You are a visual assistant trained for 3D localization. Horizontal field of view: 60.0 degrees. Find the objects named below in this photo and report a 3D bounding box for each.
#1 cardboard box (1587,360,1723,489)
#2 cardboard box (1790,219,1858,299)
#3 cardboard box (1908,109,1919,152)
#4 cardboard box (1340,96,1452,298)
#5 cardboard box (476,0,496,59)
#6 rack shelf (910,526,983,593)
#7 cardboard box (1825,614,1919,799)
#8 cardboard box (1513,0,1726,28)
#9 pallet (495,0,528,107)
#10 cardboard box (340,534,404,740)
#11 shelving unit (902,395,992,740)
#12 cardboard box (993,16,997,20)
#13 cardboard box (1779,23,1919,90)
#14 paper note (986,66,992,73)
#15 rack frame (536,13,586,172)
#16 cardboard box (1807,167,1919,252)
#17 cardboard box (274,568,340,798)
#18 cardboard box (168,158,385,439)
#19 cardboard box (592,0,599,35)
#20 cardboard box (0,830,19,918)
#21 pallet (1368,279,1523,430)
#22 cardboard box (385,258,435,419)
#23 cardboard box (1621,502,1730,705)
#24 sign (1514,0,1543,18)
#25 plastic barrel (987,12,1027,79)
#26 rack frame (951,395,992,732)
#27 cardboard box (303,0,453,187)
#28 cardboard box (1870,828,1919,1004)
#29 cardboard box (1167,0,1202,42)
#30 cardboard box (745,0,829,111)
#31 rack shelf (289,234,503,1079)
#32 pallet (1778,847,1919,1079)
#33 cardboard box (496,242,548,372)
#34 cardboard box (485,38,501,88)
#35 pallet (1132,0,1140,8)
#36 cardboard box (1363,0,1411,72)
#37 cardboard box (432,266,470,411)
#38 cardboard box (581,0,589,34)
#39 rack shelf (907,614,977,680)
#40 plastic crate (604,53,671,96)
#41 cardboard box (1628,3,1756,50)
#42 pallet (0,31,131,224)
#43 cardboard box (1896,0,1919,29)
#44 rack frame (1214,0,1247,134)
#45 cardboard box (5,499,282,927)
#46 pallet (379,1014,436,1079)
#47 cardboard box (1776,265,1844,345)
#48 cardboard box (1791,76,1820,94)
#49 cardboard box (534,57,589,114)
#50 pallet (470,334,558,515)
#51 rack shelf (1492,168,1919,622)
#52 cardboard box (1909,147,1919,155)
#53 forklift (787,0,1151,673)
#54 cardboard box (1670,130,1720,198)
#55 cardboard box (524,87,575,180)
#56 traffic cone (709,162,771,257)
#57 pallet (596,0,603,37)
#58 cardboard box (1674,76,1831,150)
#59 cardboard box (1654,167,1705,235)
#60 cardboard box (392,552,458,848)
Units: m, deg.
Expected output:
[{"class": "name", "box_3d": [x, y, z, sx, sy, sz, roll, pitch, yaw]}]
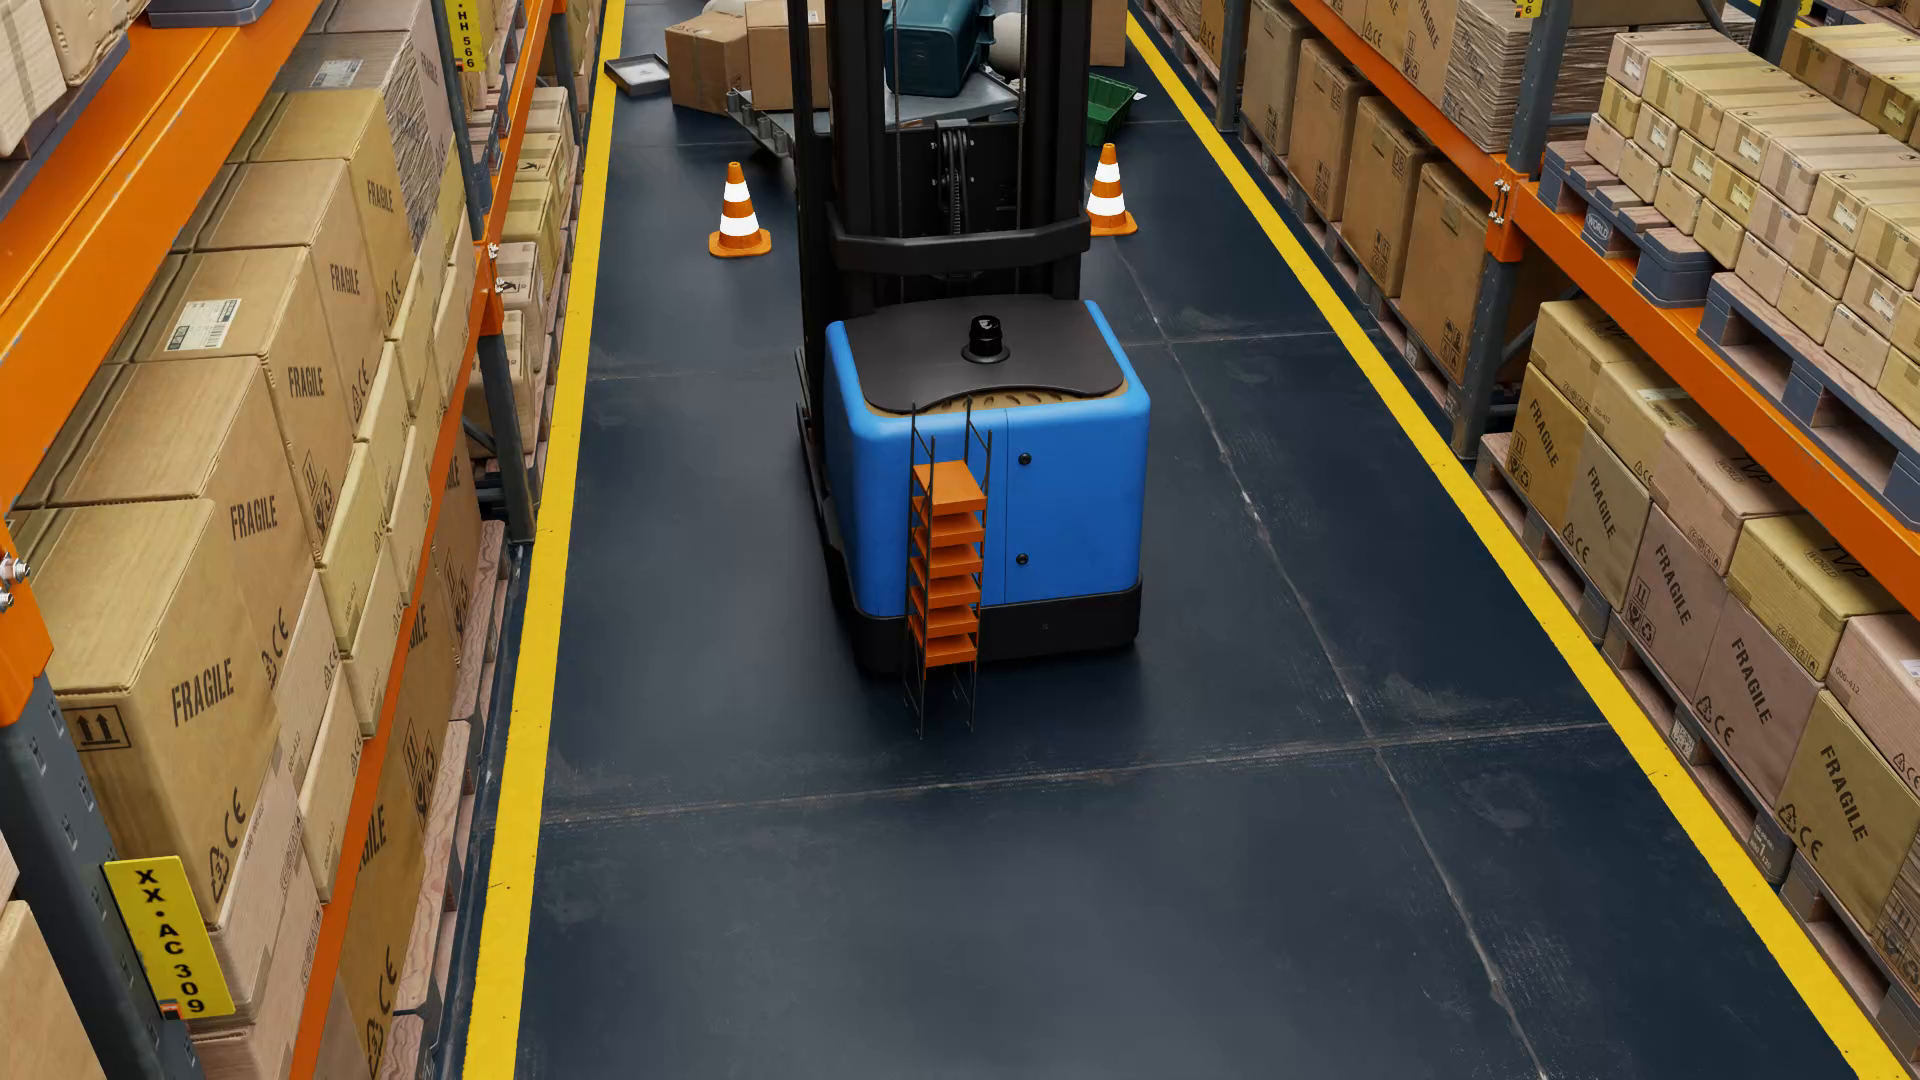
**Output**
[{"class": "cardboard box", "box_3d": [2.588, -0.416, 5.878, 0.500, 0.250, 0.500, -5, 35, -7]}, {"class": "cardboard box", "box_3d": [2.708, -0.841, 4.906, 0.380, 0.149, 0.250, -5, 35, -7]}, {"class": "cardboard box", "box_3d": [3.294, -1.293, 5.306, 0.380, 0.149, 0.250, -3, 34, -5]}, {"class": "cardboard box", "box_3d": [2.554, -1.730, 8.249, 1.050, 0.750, 0.750, -4, 34, -6]}, {"class": "cardboard box", "box_3d": [-2.132, -2.117, 6.467, 0.500, 0.500, 0.500, -3, 34, -4]}, {"class": "rack shelf", "box_3d": [-0.050, 0.051, 5.469, 0.180, 0.103, 0.258, -7, 35, -16]}, {"class": "cardboard box", "box_3d": [2.799, 0.446, 4.613, 0.500, 0.250, 0.500, -3, 34, -4]}, {"class": "cardboard box", "box_3d": [2.617, -2.357, 6.569, 0.700, 0.500, 0.500, -5, 35, -7]}, {"class": "pallet", "box_3d": [-2.531, -2.243, 7.547, 1.003, 0.211, 1.213, -4, 35, -6]}, {"class": "cardboard box", "box_3d": [-1.608, 0.233, 3.878, 0.500, 0.250, 0.500, -5, 35, -7]}, {"class": "shelving unit", "box_3d": [-0.053, 0.114, 5.511, 0.189, 1.200, 0.258, -7, 35, -16]}, {"class": "cardboard box", "box_3d": [0.073, -3.574, 11.758, 0.396, 0.266, 0.258, 1, 34, 2]}, {"class": "cardboard box", "box_3d": [3.188, -1.728, 5.944, 0.380, 0.149, 0.250, -6, 35, -8]}, {"class": "paper note", "box_3d": [0.133, -3.273, 11.532, 0.172, 0.023, 0.155, 7, 35, 10]}, {"class": "rack frame", "box_3d": [-2.762, -3.452, 9.152, 1.000, 3.000, 0.127, -4, 35, -6]}, {"class": "cardboard box", "box_3d": [2.716, -0.961, 4.819, 0.380, 0.149, 0.250, -3, 34, -5]}, {"class": "cardboard box", "box_3d": [-1.564, 0.312, 3.318, 0.500, 0.250, 0.500, -4, 34, -6]}, {"class": "cardboard box", "box_3d": [-1.697, -0.560, 3.931, 0.500, 0.500, 0.500, -5, 35, -7]}, {"class": "cardboard box", "box_3d": [-2.787, -3.710, 11.599, 0.500, 0.250, 0.500, -6, 35, -8]}, {"class": "cardboard box", "box_3d": [-1.329, 0.437, 1.892, 0.380, 0.149, 0.250, -5, 35, -7]}, {"class": "pallet", "box_3d": [2.636, -0.945, 7.949, 1.003, 0.211, 1.213, -4, 35, -6]}, {"class": "cardboard box", "box_3d": [-1.746, -0.544, 4.574, 0.500, 0.250, 0.500, -5, 35, -8]}, {"class": "cardboard box", "box_3d": [2.654, 0.188, 5.657, 0.500, 0.500, 0.500, -5, 35, -8]}, {"class": "sign", "box_3d": [2.118, -2.086, 6.119, 0.100, 0.325, 0.005, -4, 35, -6]}, {"class": "plastic barrel", "box_3d": [0.457, -3.336, 11.269, 0.512, 0.421, 0.421, 20, 39, 26]}, {"class": "rack frame", "box_3d": [0.034, 0.102, 5.535, 0.006, 1.200, 0.240, -7, 35, -16]}, {"class": "cardboard box", "box_3d": [-1.895, -1.406, 5.173, 0.500, 0.500, 0.500, -5, 35, -8]}, {"class": "cardboard box", "box_3d": [2.856, 1.046, 4.398, 0.500, 0.500, 0.500, -5, 35, -7]}, {"class": "cardboard box", "box_3d": [1.989, -4.038, 11.526, 0.875, 0.875, 0.875, -4, 34, -6]}, {"class": "cardboard box", "box_3d": [-1.002, -2.884, 9.865, 0.500, 0.500, 0.500, -4, 35, -6]}, {"class": "rack shelf", "box_3d": [-1.955, 0.193, 4.442, 1.077, 0.370, 4.000, -4, 35, -6]}, {"class": "pallet", "box_3d": [3.099, 1.299, 4.657, 1.003, 0.211, 1.213, -4, 35, -6]}, {"class": "cardboard box", "box_3d": [-2.397, -1.035, 7.566, 0.950, 0.372, 0.625, -5, 35, -7]}, {"class": "cardboard box", "box_3d": [-2.096, -1.957, 6.808, 0.380, 0.149, 0.250, -4, 34, -6]}, {"class": "pallet", "box_3d": [1.776, -4.523, 13.200, 1.003, 0.211, 1.213, -4, 35, -6]}, {"class": "cardboard box", "box_3d": [2.208, -2.481, 7.639, 0.500, 0.500, 0.500, -5, 35, -7]}, {"class": "cardboard box", "box_3d": [-1.815, -0.612, 5.117, 0.500, 0.250, 0.500, -4, 34, -6]}, {"class": "cardboard box", "box_3d": [-2.658, -3.447, 10.547, 0.500, 0.500, 0.500, -3, 34, -4]}, {"class": "rack shelf", "box_3d": [-0.067, 0.351, 5.667, 0.180, 0.103, 0.258, -7, 35, -16]}, {"class": "plastic crate", "box_3d": [-2.161, -3.184, 11.351, 0.402, 0.080, 0.583, -16, 38, -23]}, {"class": "cardboard box", "box_3d": [2.874, -1.964, 6.879, 0.500, 0.500, 0.500, -4, 34, -6]}, {"class": "pallet", "box_3d": [-1.858, -0.656, 2.556, 0.805, 0.209, 1.217, -6, 35, -8]}, {"class": "cardboard box", "box_3d": [6.959, -3.889, 11.640, 0.500, 0.500, 0.500, 6, 35, 9]}, {"class": "rack frame", "box_3d": [2.129, -3.884, 9.785, 1.000, 3.000, 0.127, -4, 35, -6]}, {"class": "cardboard box", "box_3d": [-1.460, 0.290, 2.684, 0.500, 0.500, 0.500, -4, 34, -6]}, {"class": "pallet", "box_3d": [-1.865, 1.739, 4.010, 1.003, 0.211, 1.213, -4, 35, -6]}, {"class": "cardboard box", "box_3d": [2.708, -0.717, 4.988, 0.380, 0.149, 0.250, -4, 34, -6]}, {"class": "cardboard box", "box_3d": [3.185, -1.603, 6.025, 0.380, 0.149, 0.250, -4, 34, -5]}, {"class": "cardboard box", "box_3d": [-2.574, -2.839, 10.322, 0.500, 0.250, 0.500, -6, 35, -9]}, {"class": "pallet", "box_3d": [-2.328, -0.504, 7.302, 1.003, 0.211, 1.213, -4, 35, -6]}, {"class": "rack shelf", "box_3d": [2.936, -0.238, 5.075, 1.077, 0.370, 4.000, -4, 35, -6]}, {"class": "cardboard box", "box_3d": [3.294, -1.168, 5.386, 0.380, 0.149, 0.250, -4, 35, -6]}, {"class": "forklift", "box_3d": [-0.114, -1.560, 6.437, 1.130, 2.935, 3.031, -6, 35, -9]}, {"class": "cardboard box", "box_3d": [2.611, -1.259, 5.520, 0.380, 0.149, 0.250, -5, 35, -8]}, {"class": "cardboard box", "box_3d": [-2.689, -2.248, 9.345, 0.950, 0.372, 0.625, -4, 34, -6]}, {"class": "traffic cone", "box_3d": [-1.208, -1.818, 9.007, 0.336, 0.463, 0.334, -4, 35, -6]}, {"class": "pallet", "box_3d": [-3.216, -4.034, 12.482, 1.003, 0.211, 1.213, -4, 35, -6]}, {"class": "cardboard box", "box_3d": [2.605, -1.408, 5.474, 0.380, 0.149, 0.250, -5, 35, -7]}, {"class": "cardboard box", "box_3d": [2.600, -1.156, 5.633, 0.380, 0.149, 0.250, -3, 34, -4]}, {"class": "cardboard box", "box_3d": [-2.098, 0.374, 5.051, 0.875, 0.875, 0.875, -4, 34, -6]}]
